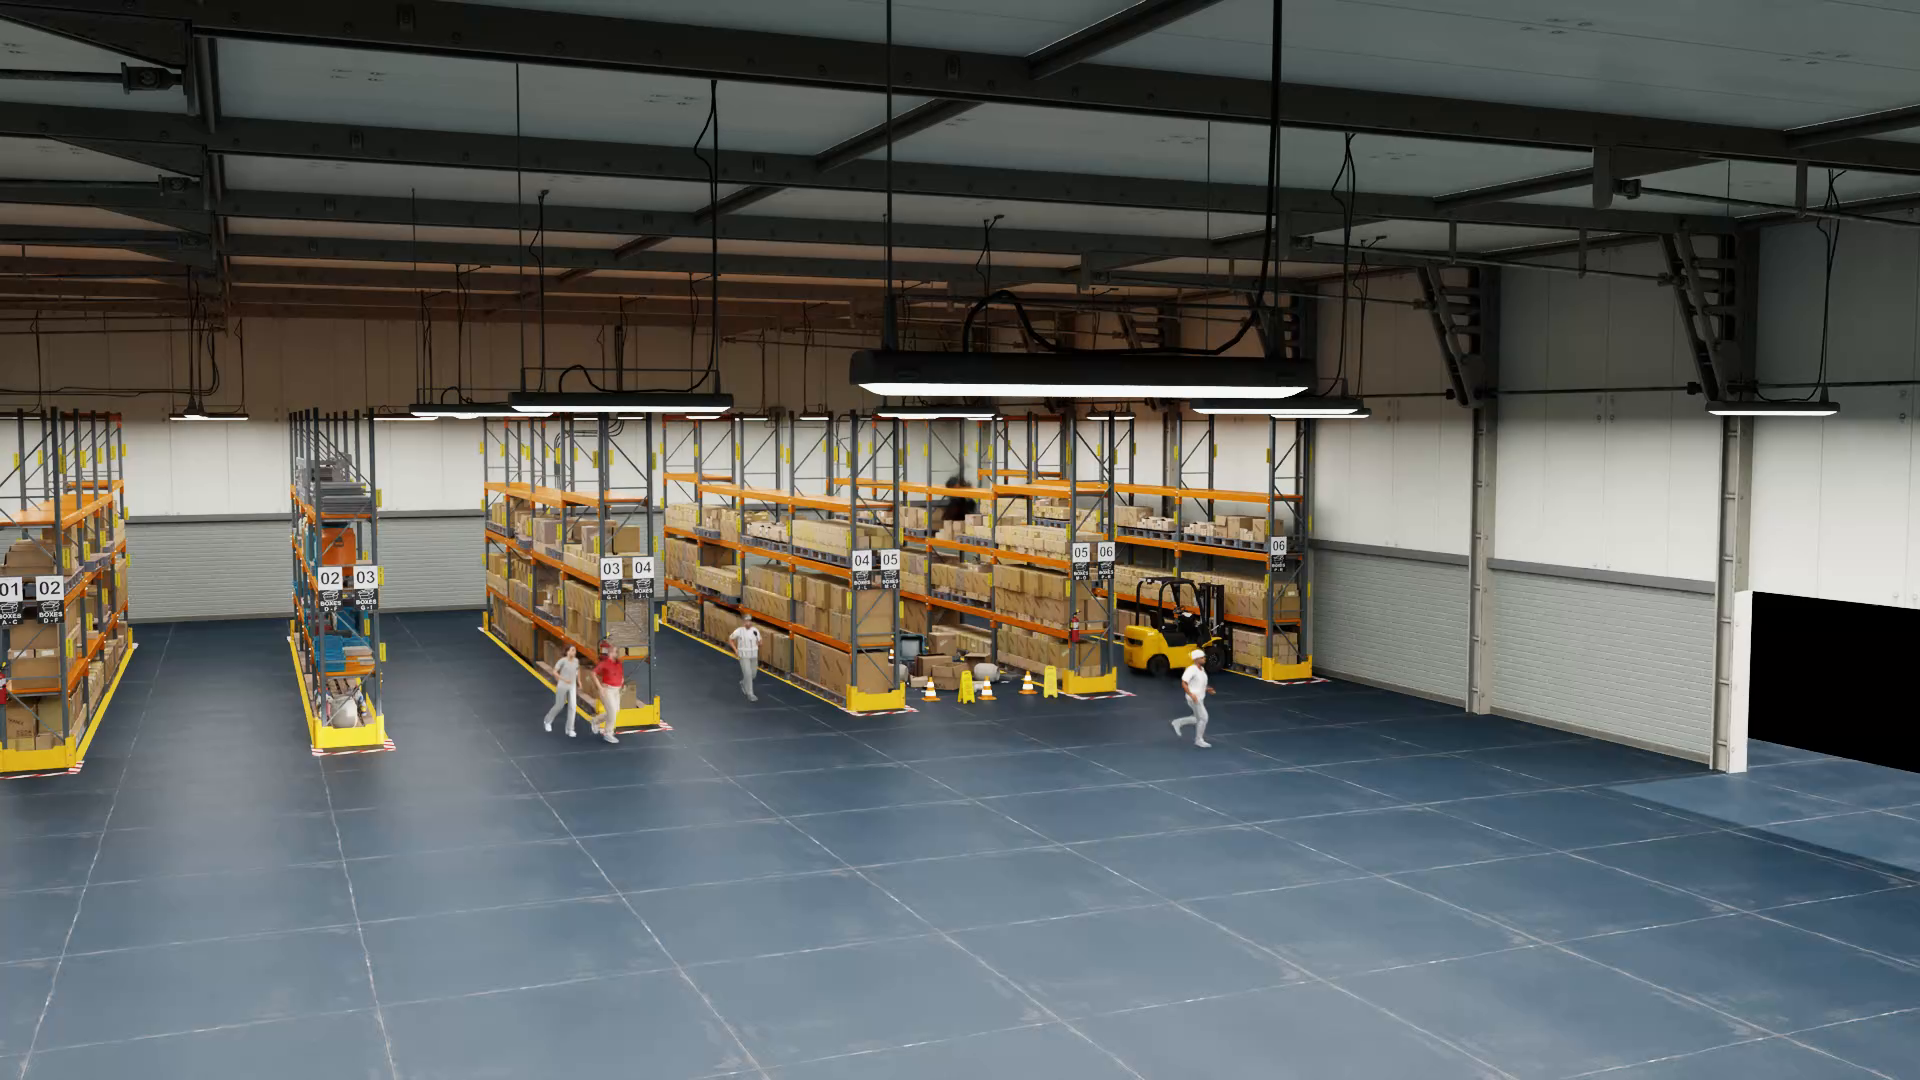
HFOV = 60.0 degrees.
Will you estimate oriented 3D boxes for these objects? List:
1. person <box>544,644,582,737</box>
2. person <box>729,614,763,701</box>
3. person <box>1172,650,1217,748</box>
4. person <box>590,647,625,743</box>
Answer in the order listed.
[{"bbox_3d":[-7.228,2.737,30.680,0.882,1.656,0.623,4,5,43],"label":"person"},{"bbox_3d":[-4.405,2.405,34.515,0.668,1.752,0.983,-3,5,-34],"label":"person"},{"bbox_3d":[4.102,2.798,29.532,0.770,1.726,0.683,2,4,26],"label":"person"},{"bbox_3d":[-6.366,2.783,30.207,0.753,1.688,0.704,2,5,29],"label":"person"}]
